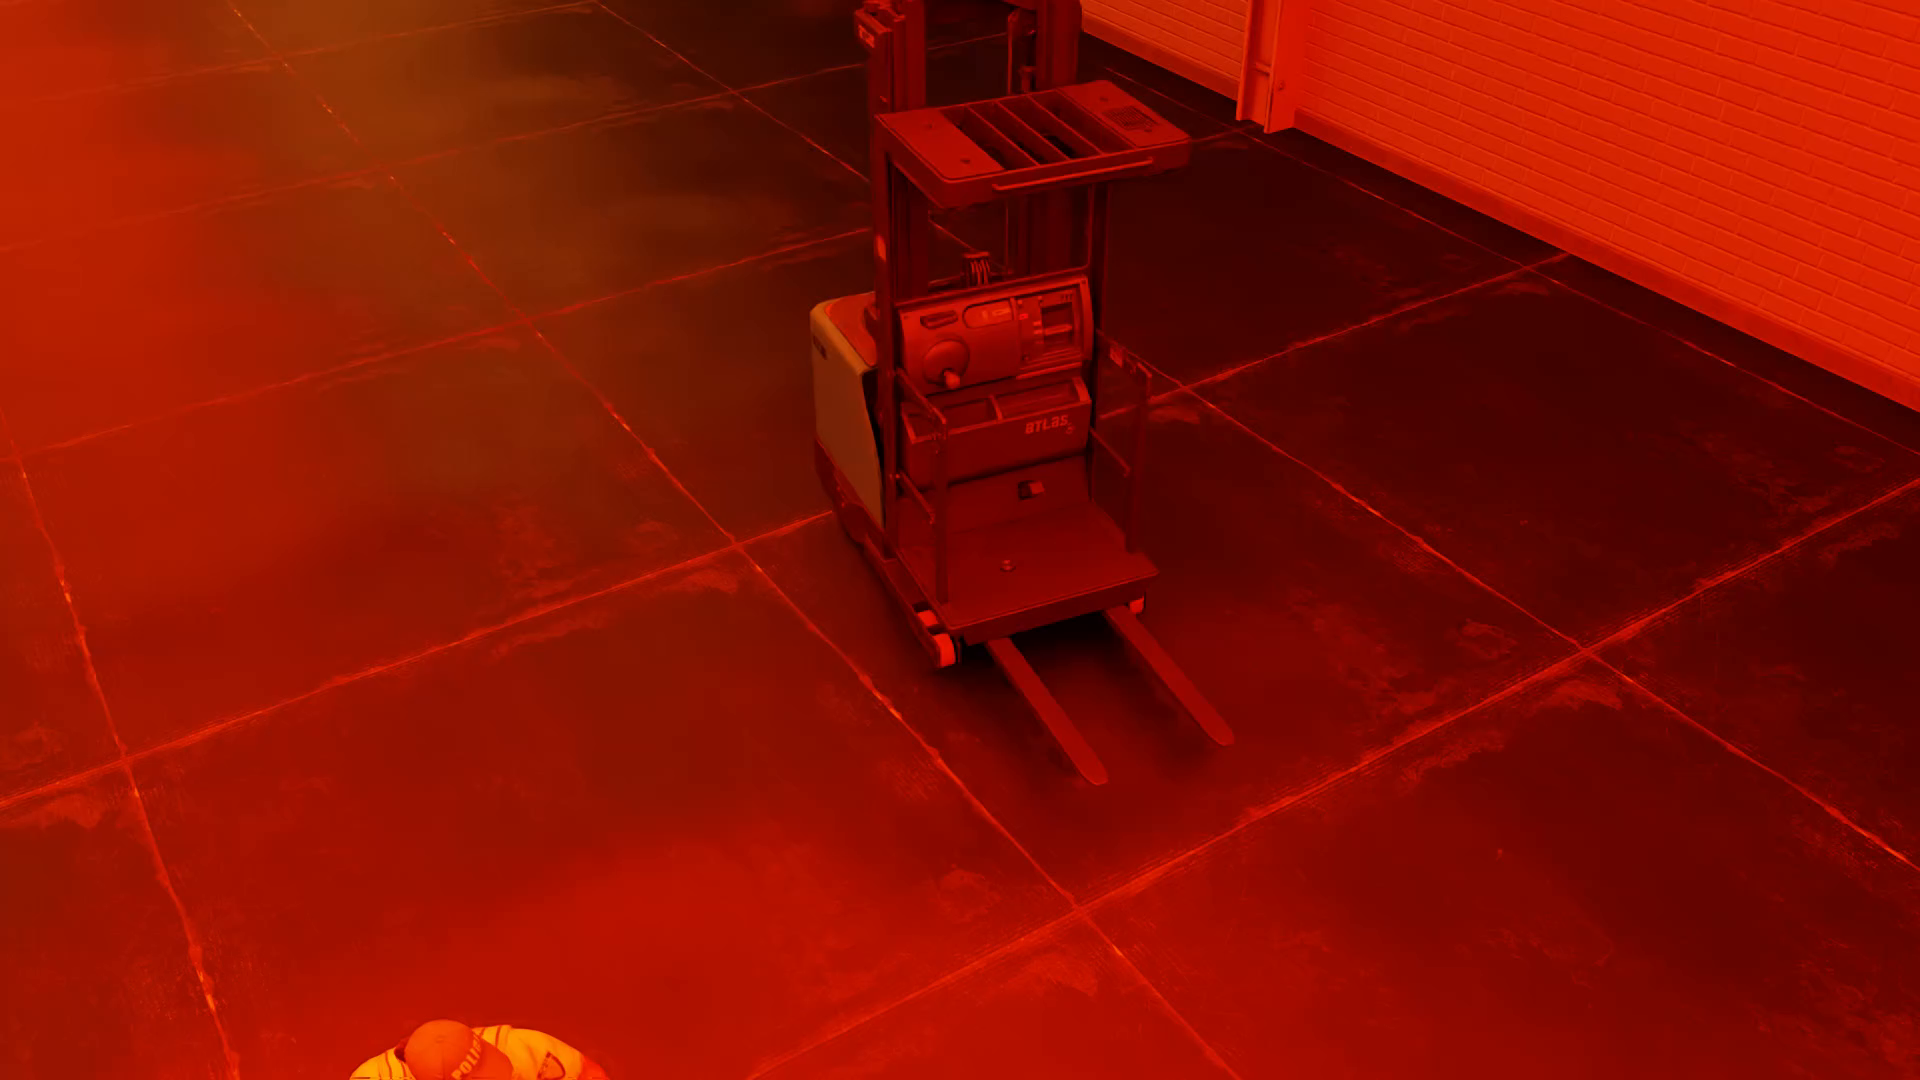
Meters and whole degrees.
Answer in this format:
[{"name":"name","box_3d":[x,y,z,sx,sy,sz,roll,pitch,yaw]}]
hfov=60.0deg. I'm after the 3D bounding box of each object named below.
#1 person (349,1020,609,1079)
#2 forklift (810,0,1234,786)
[{"name":"person","box_3d":[-1.434,1.830,4.870,0.936,1.568,0.520,-1,35,-1]},{"name":"forklift","box_3d":[0.261,-0.877,7.396,1.130,2.935,3.031,-14,37,-19]}]
